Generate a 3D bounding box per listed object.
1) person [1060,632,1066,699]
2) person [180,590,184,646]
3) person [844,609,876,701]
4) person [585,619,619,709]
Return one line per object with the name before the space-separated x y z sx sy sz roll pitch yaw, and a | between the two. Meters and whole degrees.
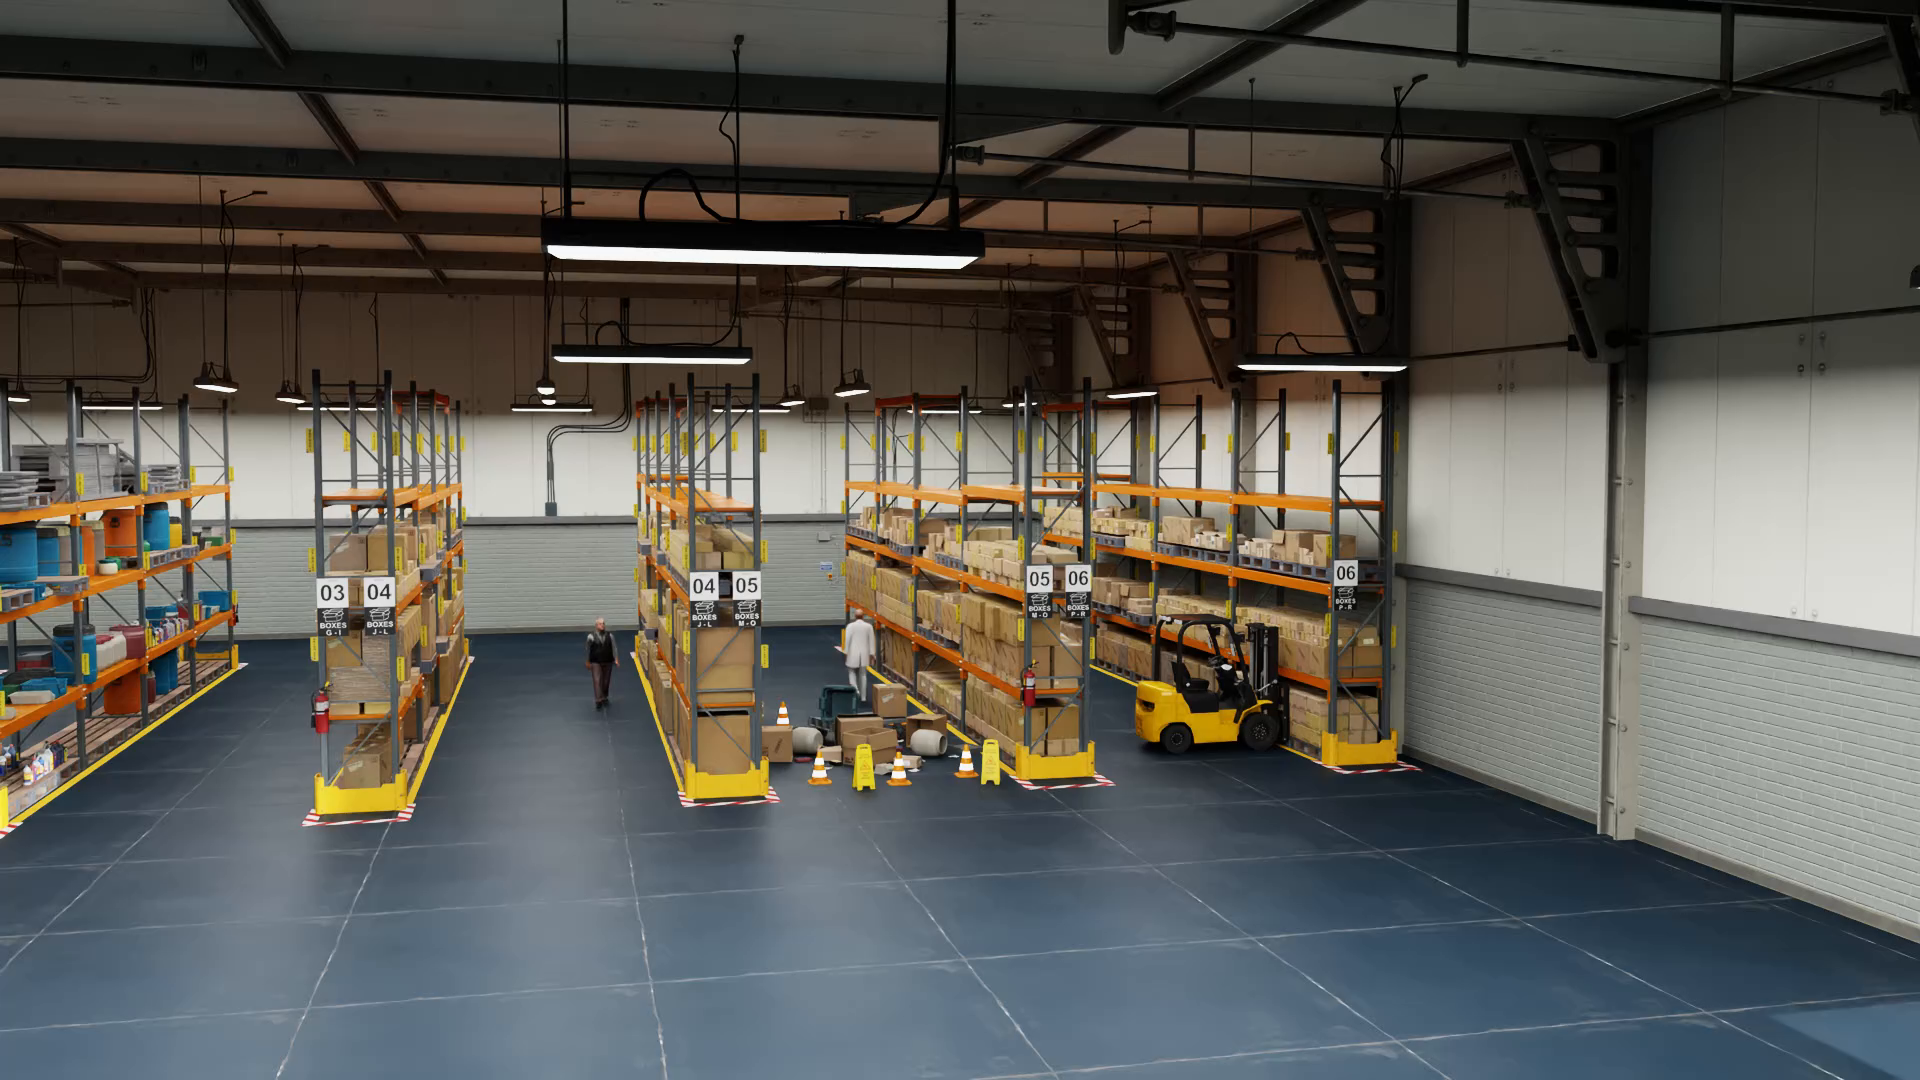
person | 1.802 2.347 31.194 0.620 1.728 0.725 -2 4 -30
person | -17.785 1.941 38.323 0.393 1.685 0.510 -1 3 -13
person | -1.939 2.238 32.304 0.620 1.784 0.518 -1 3 -16
person | -6.807 2.332 31.600 0.622 1.664 1.068 -1 3 -16
